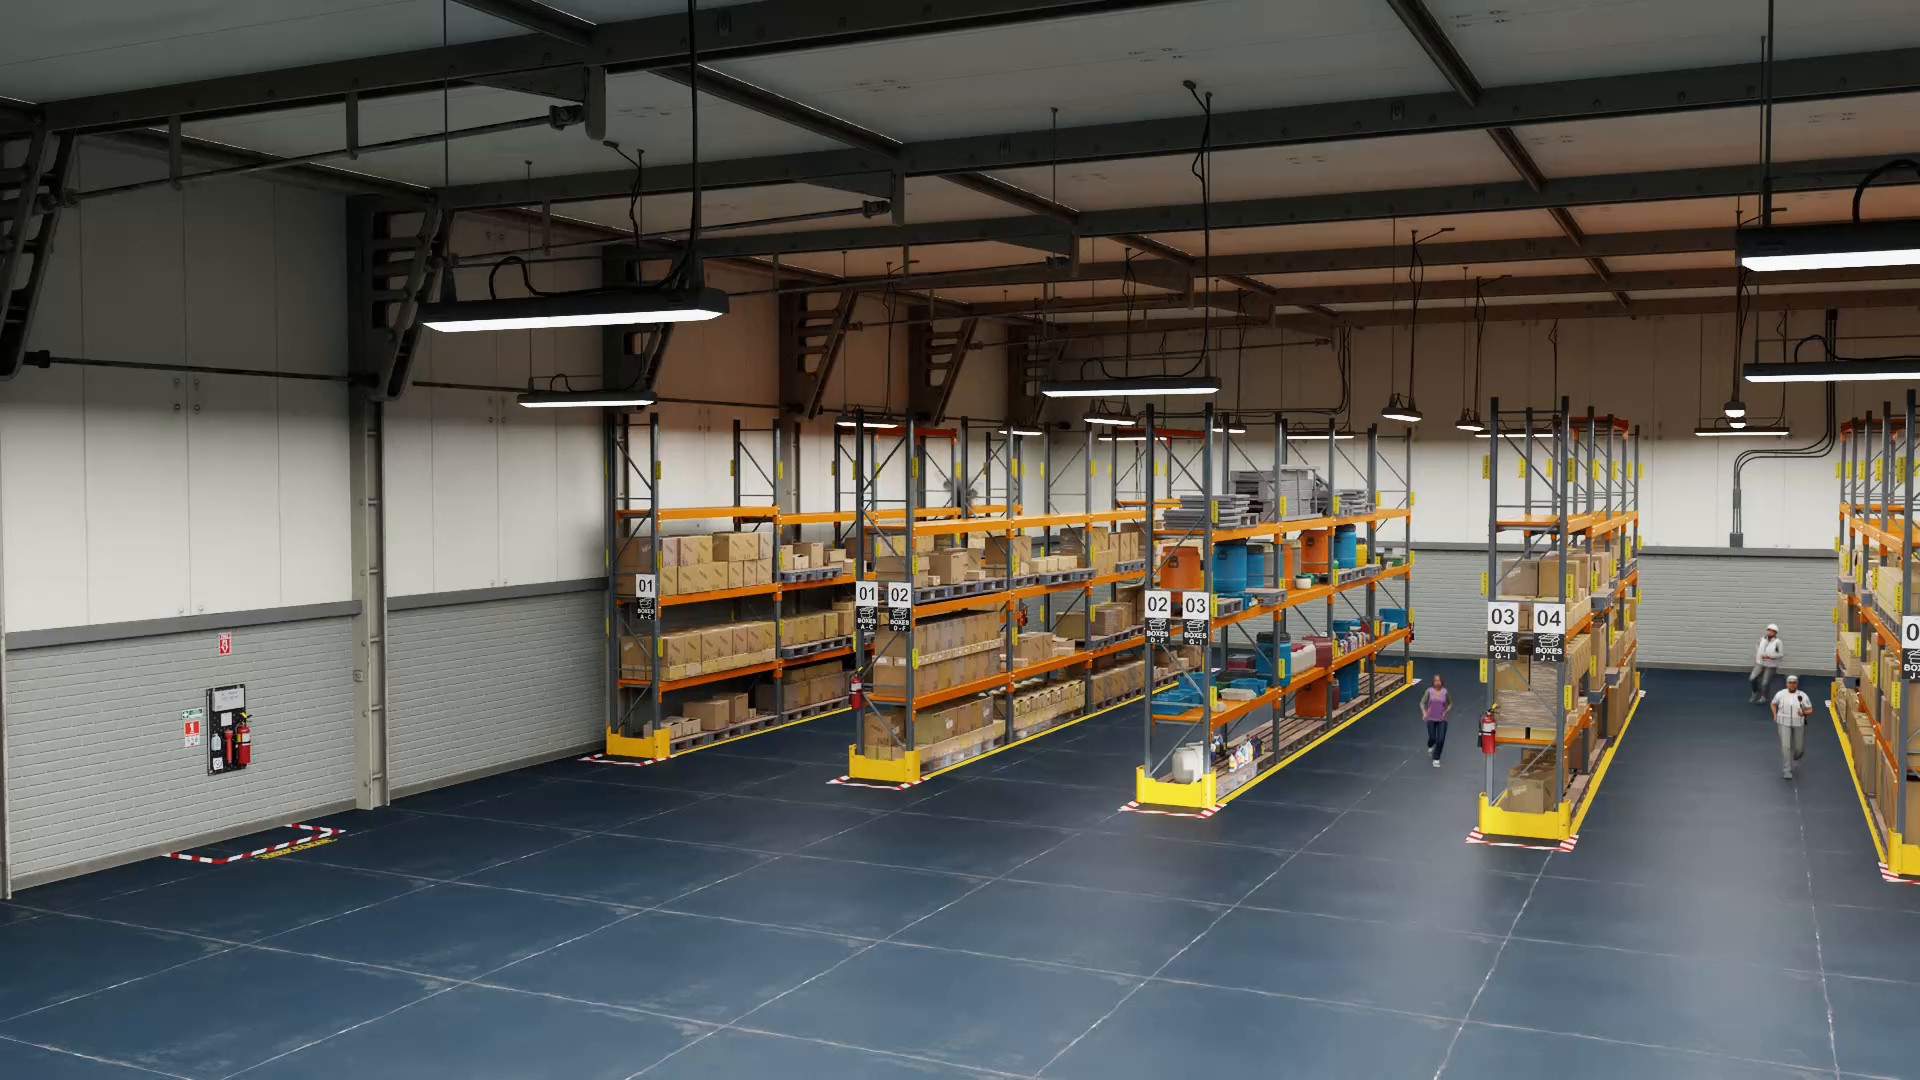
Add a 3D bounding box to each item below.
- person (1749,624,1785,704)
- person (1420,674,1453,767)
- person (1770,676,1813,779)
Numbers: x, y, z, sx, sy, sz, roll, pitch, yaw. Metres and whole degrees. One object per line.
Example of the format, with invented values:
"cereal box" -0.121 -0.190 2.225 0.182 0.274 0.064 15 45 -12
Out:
"person" 17.177 2.610 35.354 0.622 1.659 0.704 -2 3 -38
"person" 8.054 3.049 28.090 0.536 1.555 0.544 0 2 10
"person" 13.591 3.033 27.190 0.619 1.638 0.862 1 3 24
